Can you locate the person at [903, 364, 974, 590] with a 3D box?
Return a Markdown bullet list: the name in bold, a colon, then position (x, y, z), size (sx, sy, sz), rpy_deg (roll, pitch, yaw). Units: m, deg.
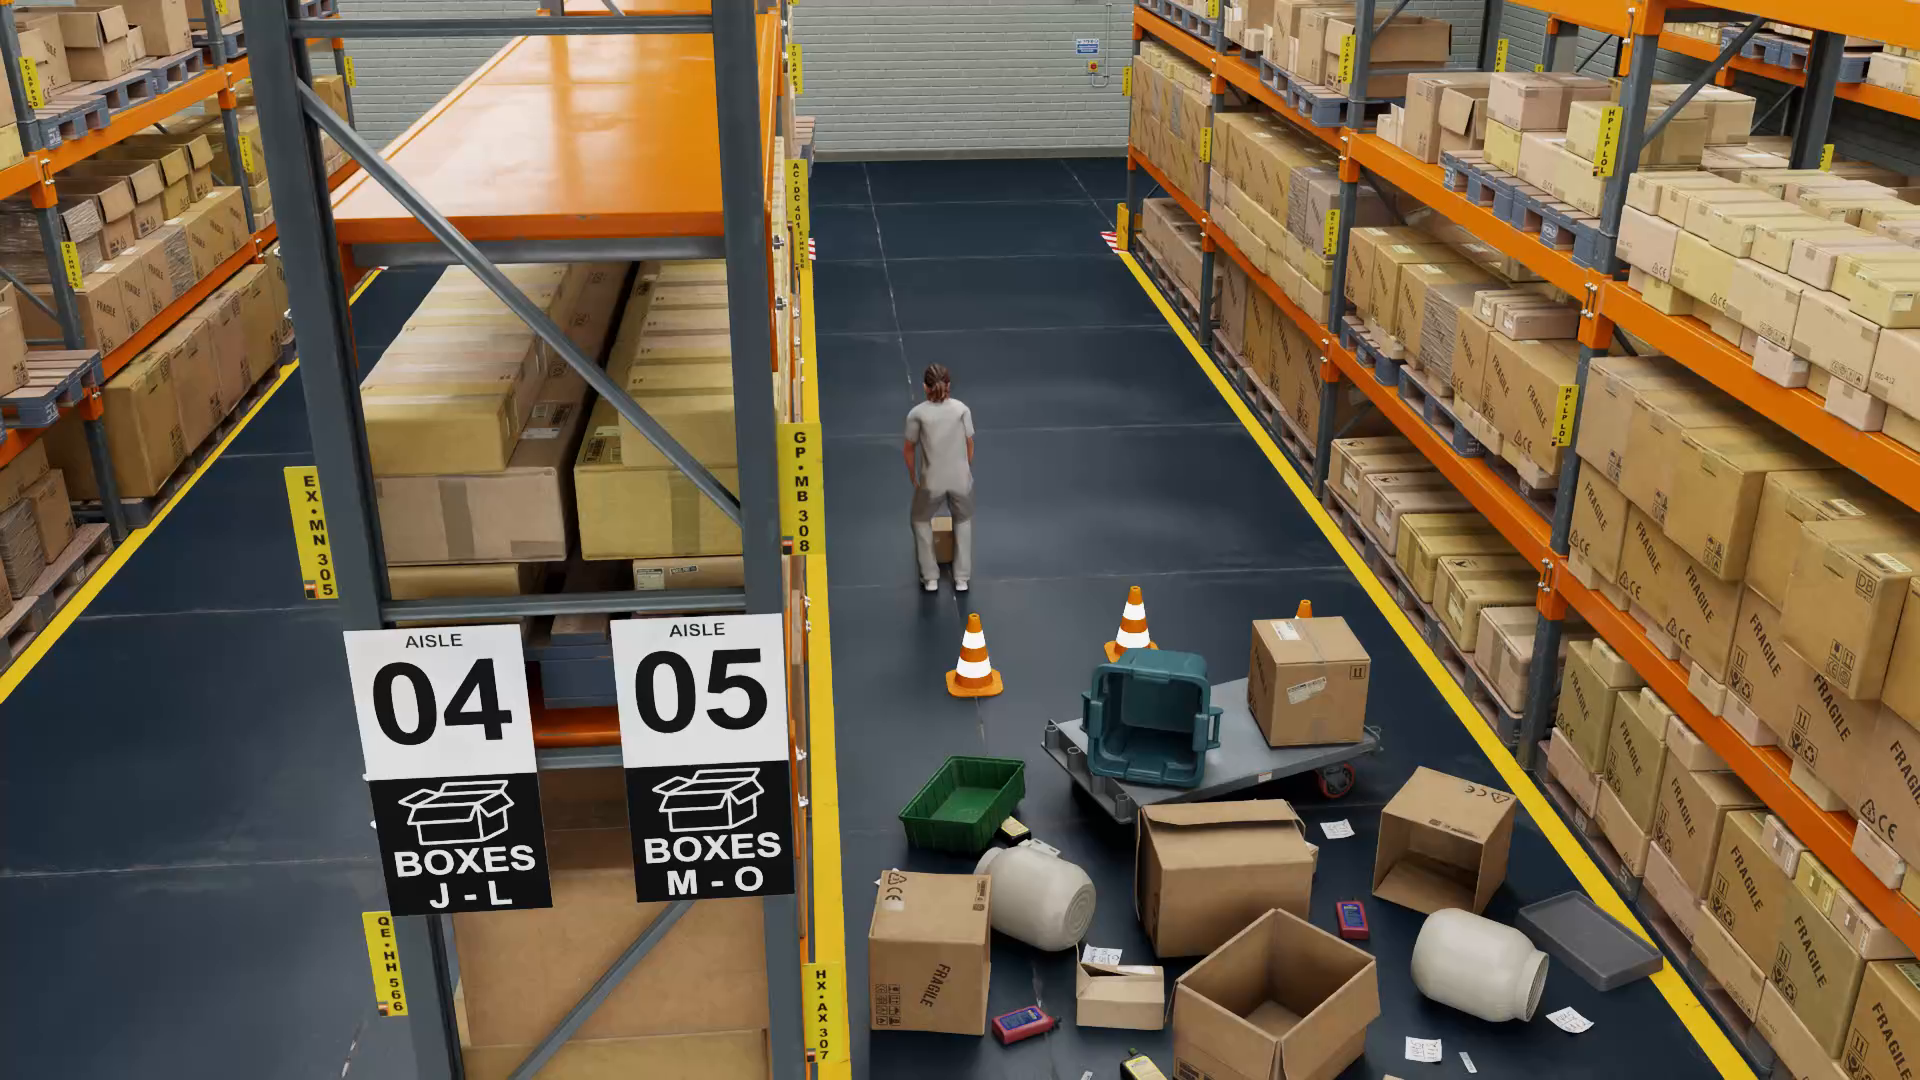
- **person**: position (-0.140, -0.405, 11.203), size (0.480, 1.536, 0.511), rpy_deg (-2, 24, -5)
